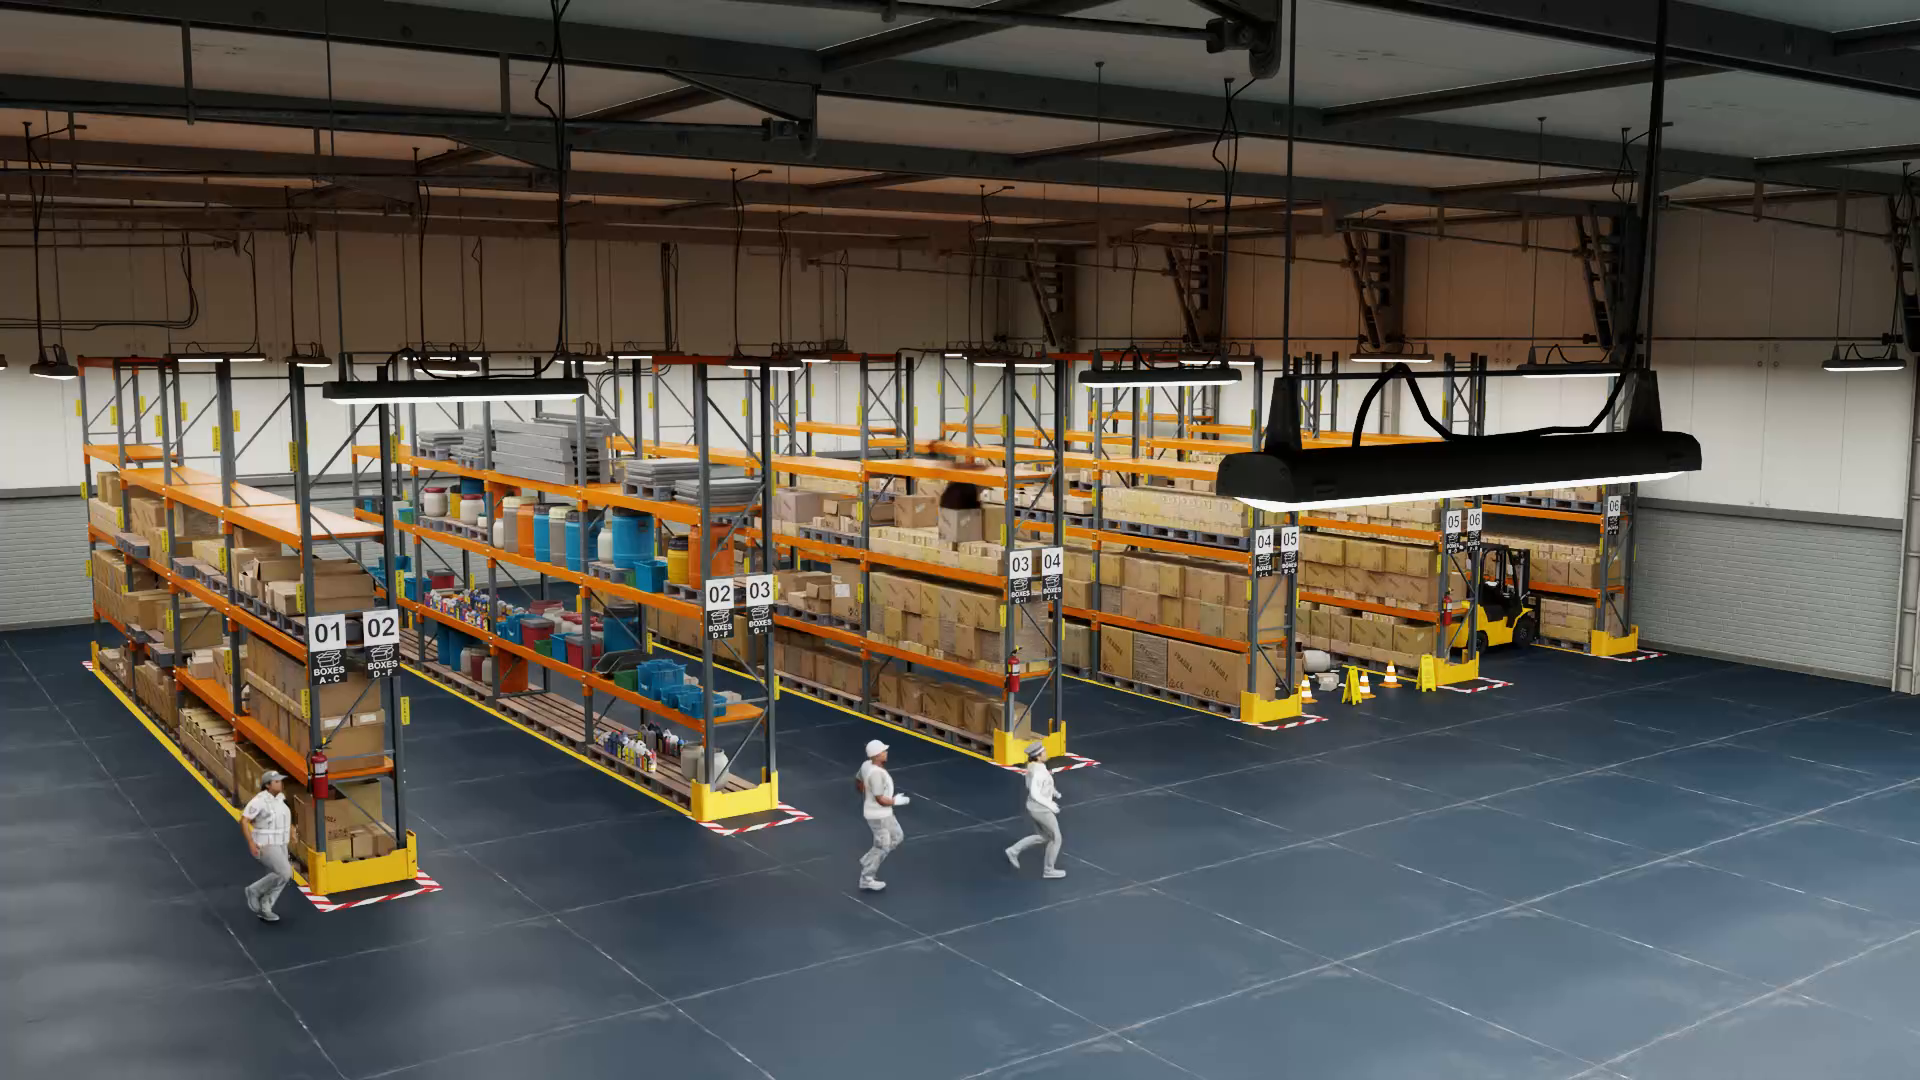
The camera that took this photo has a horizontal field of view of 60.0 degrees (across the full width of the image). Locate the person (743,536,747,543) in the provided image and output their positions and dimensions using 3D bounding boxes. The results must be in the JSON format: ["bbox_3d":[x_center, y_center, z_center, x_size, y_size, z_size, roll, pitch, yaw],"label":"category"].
[{"bbox_3d":[-5.423,0.557,41.383,0.471,1.509,0.621,-4,8,-31],"label":"person"}]

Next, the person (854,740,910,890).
[{"bbox_3d":[-0.886,3.146,19.124,0.610,1.740,0.672,-1,7,-7],"label":"person"}]

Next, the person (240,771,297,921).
[{"bbox_3d":[-7.506,3.336,18.266,0.509,1.594,0.643,1,7,12],"label":"person"}]

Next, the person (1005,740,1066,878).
[{"bbox_3d":[0.899,3.154,19.469,0.718,1.654,0.621,-1,7,-11],"label":"person"}]
